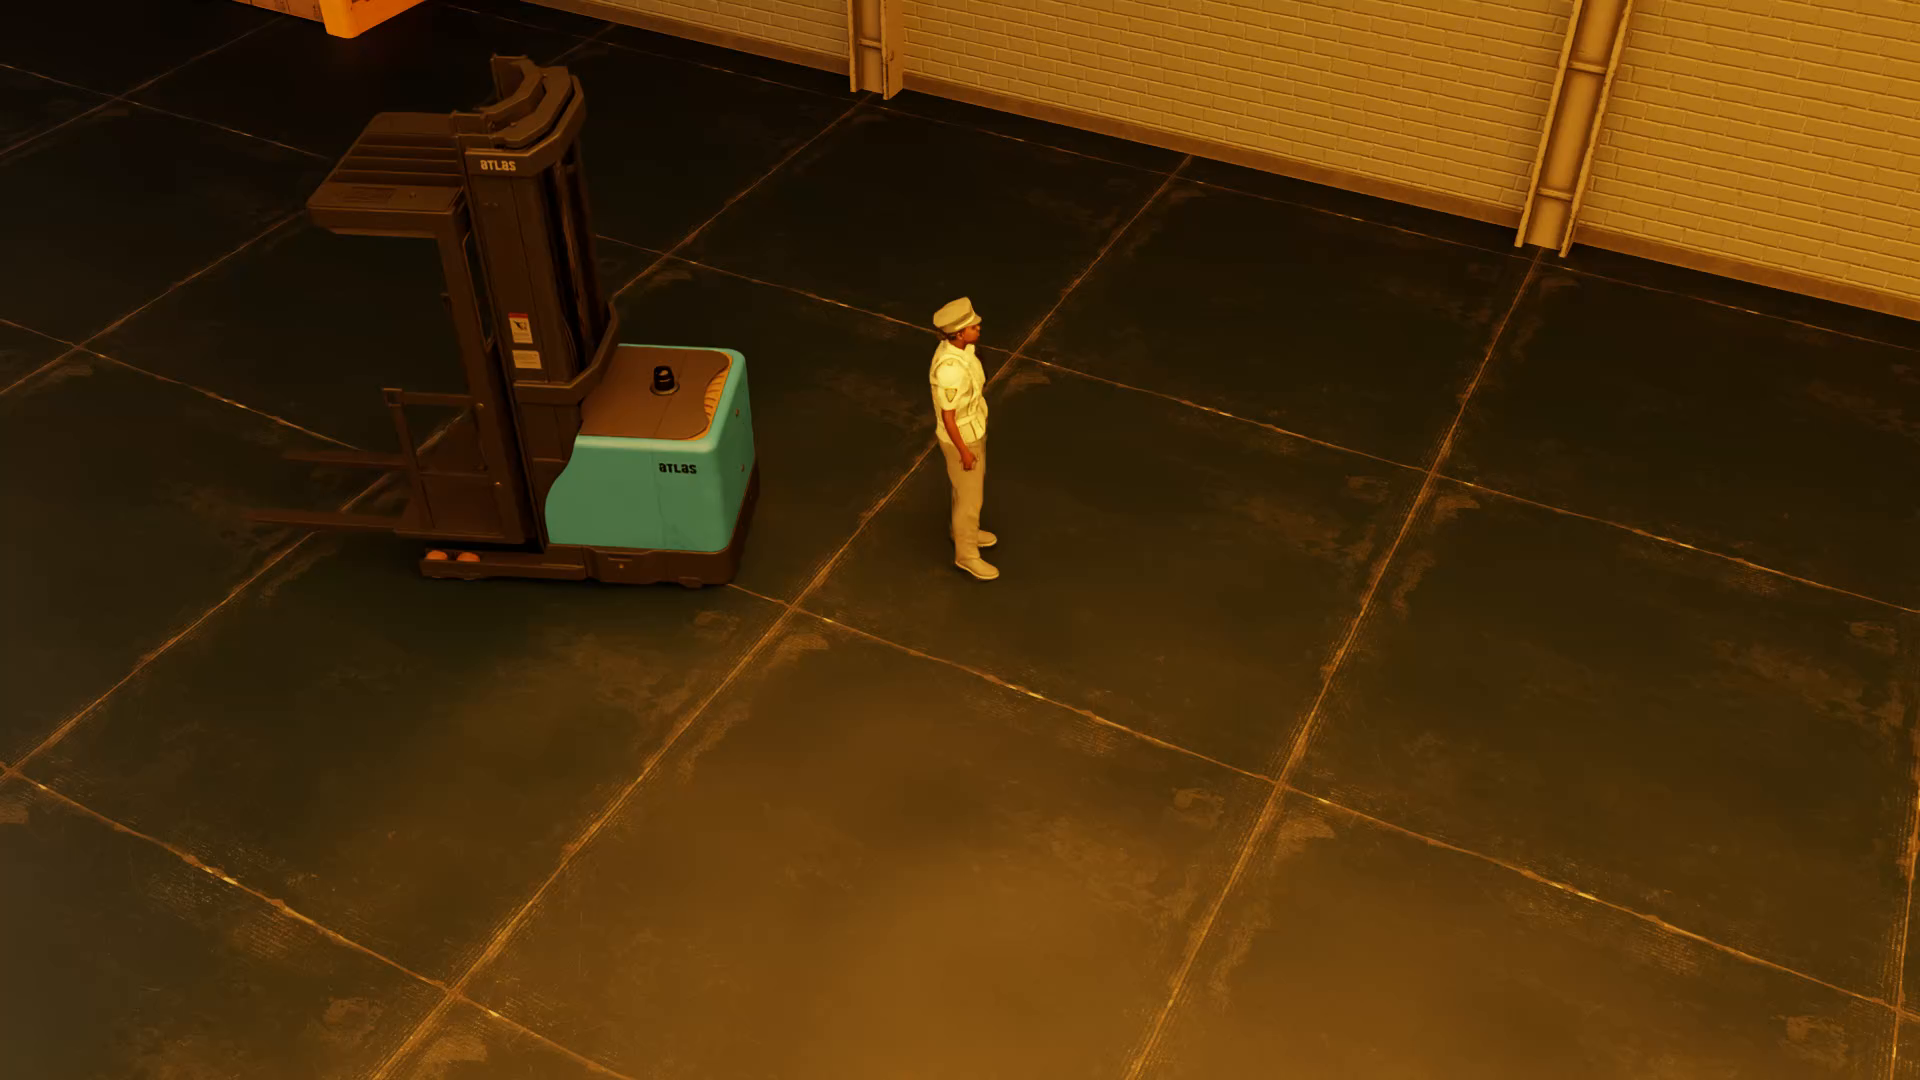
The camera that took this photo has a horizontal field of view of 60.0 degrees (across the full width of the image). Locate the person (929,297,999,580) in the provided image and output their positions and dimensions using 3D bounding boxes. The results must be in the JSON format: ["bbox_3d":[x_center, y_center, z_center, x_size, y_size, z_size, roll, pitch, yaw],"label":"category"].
[{"bbox_3d":[0.045,-0.616,9.686,0.440,1.693,0.641,4,40,5],"label":"person"}]

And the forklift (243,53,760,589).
[{"bbox_3d":[-2.814,-1.217,9.432,3.031,2.935,1.130,3,40,4],"label":"forklift"}]
